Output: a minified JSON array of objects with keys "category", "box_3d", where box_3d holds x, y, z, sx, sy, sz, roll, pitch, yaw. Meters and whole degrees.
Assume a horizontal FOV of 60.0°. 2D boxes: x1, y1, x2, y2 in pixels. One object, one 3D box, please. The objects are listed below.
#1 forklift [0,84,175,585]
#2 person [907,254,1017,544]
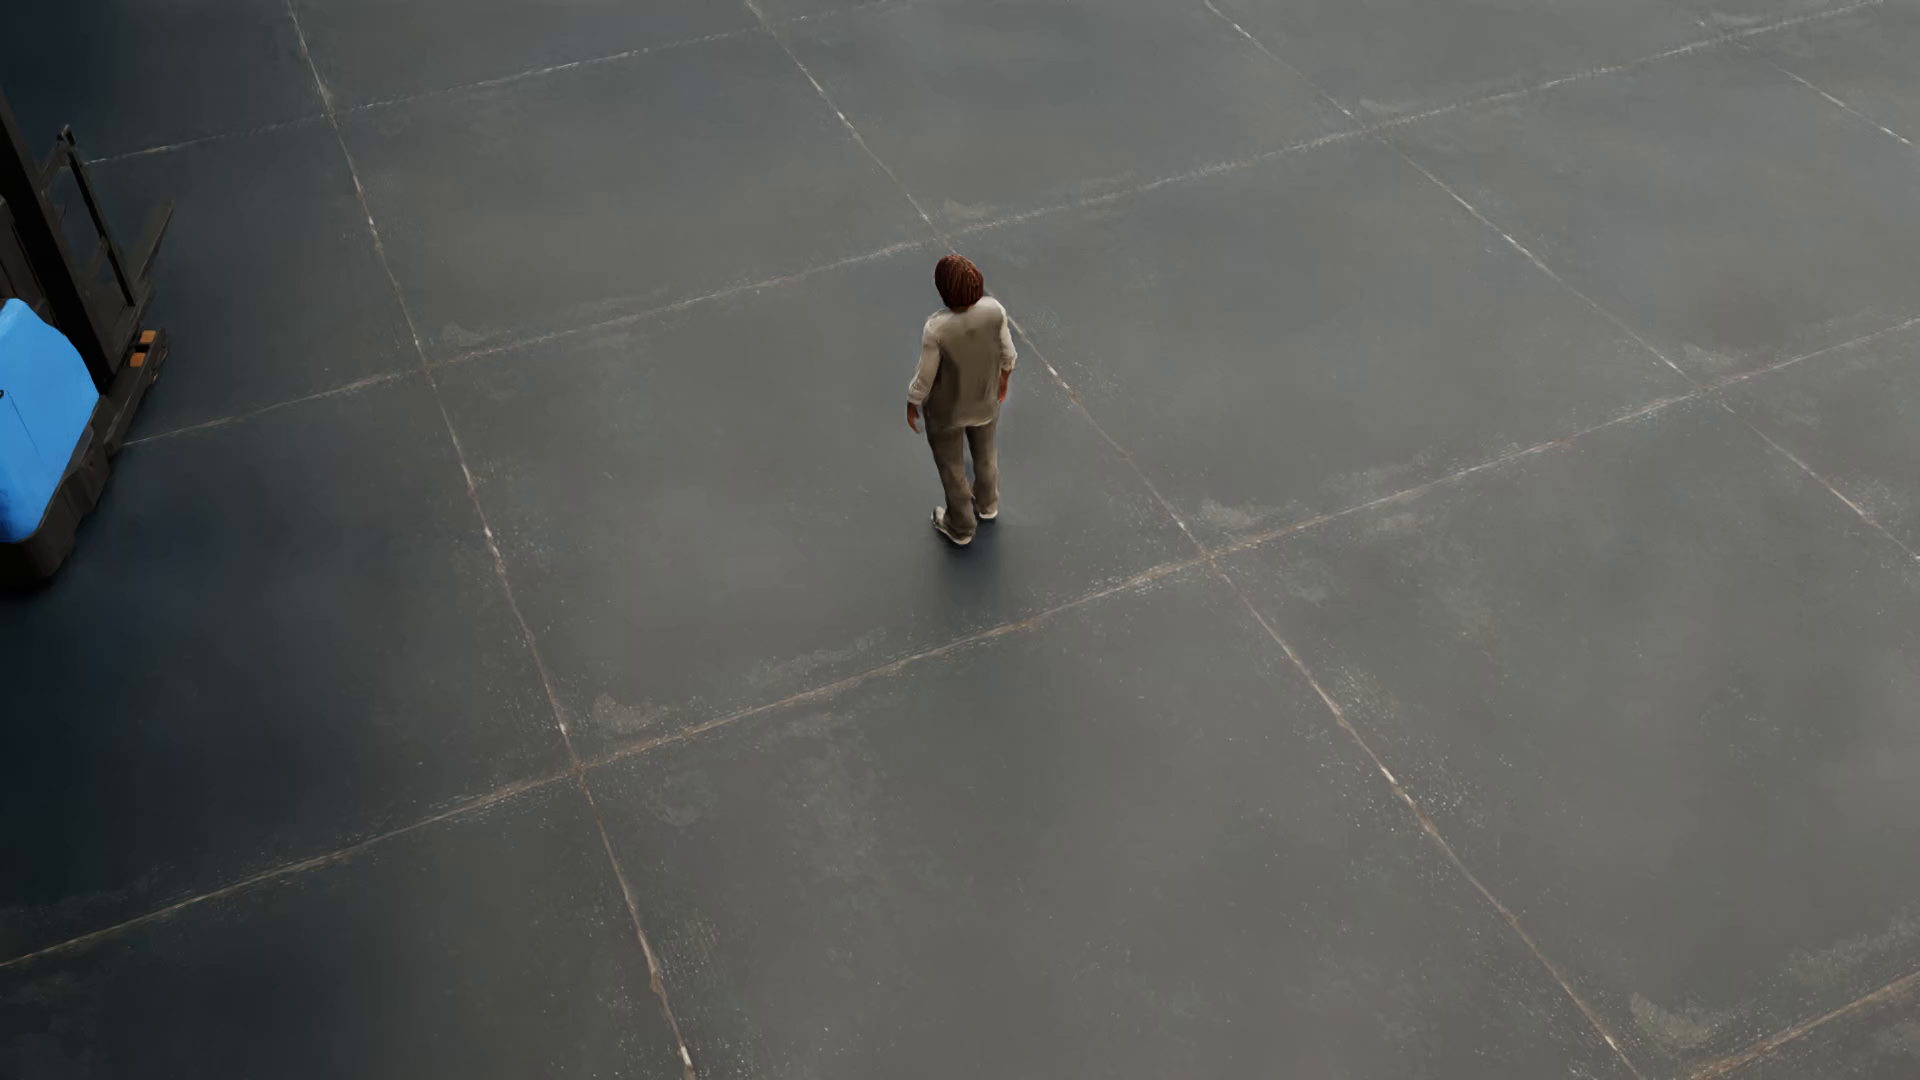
[{"category":"forklift","box_3d":[-4.752,-1.828,7.639,1.130,2.935,3.031,-3,43,-4]},{"category":"person","box_3d":[-0.019,-0.639,7.332,0.521,1.597,0.474,-18,46,-18]}]
